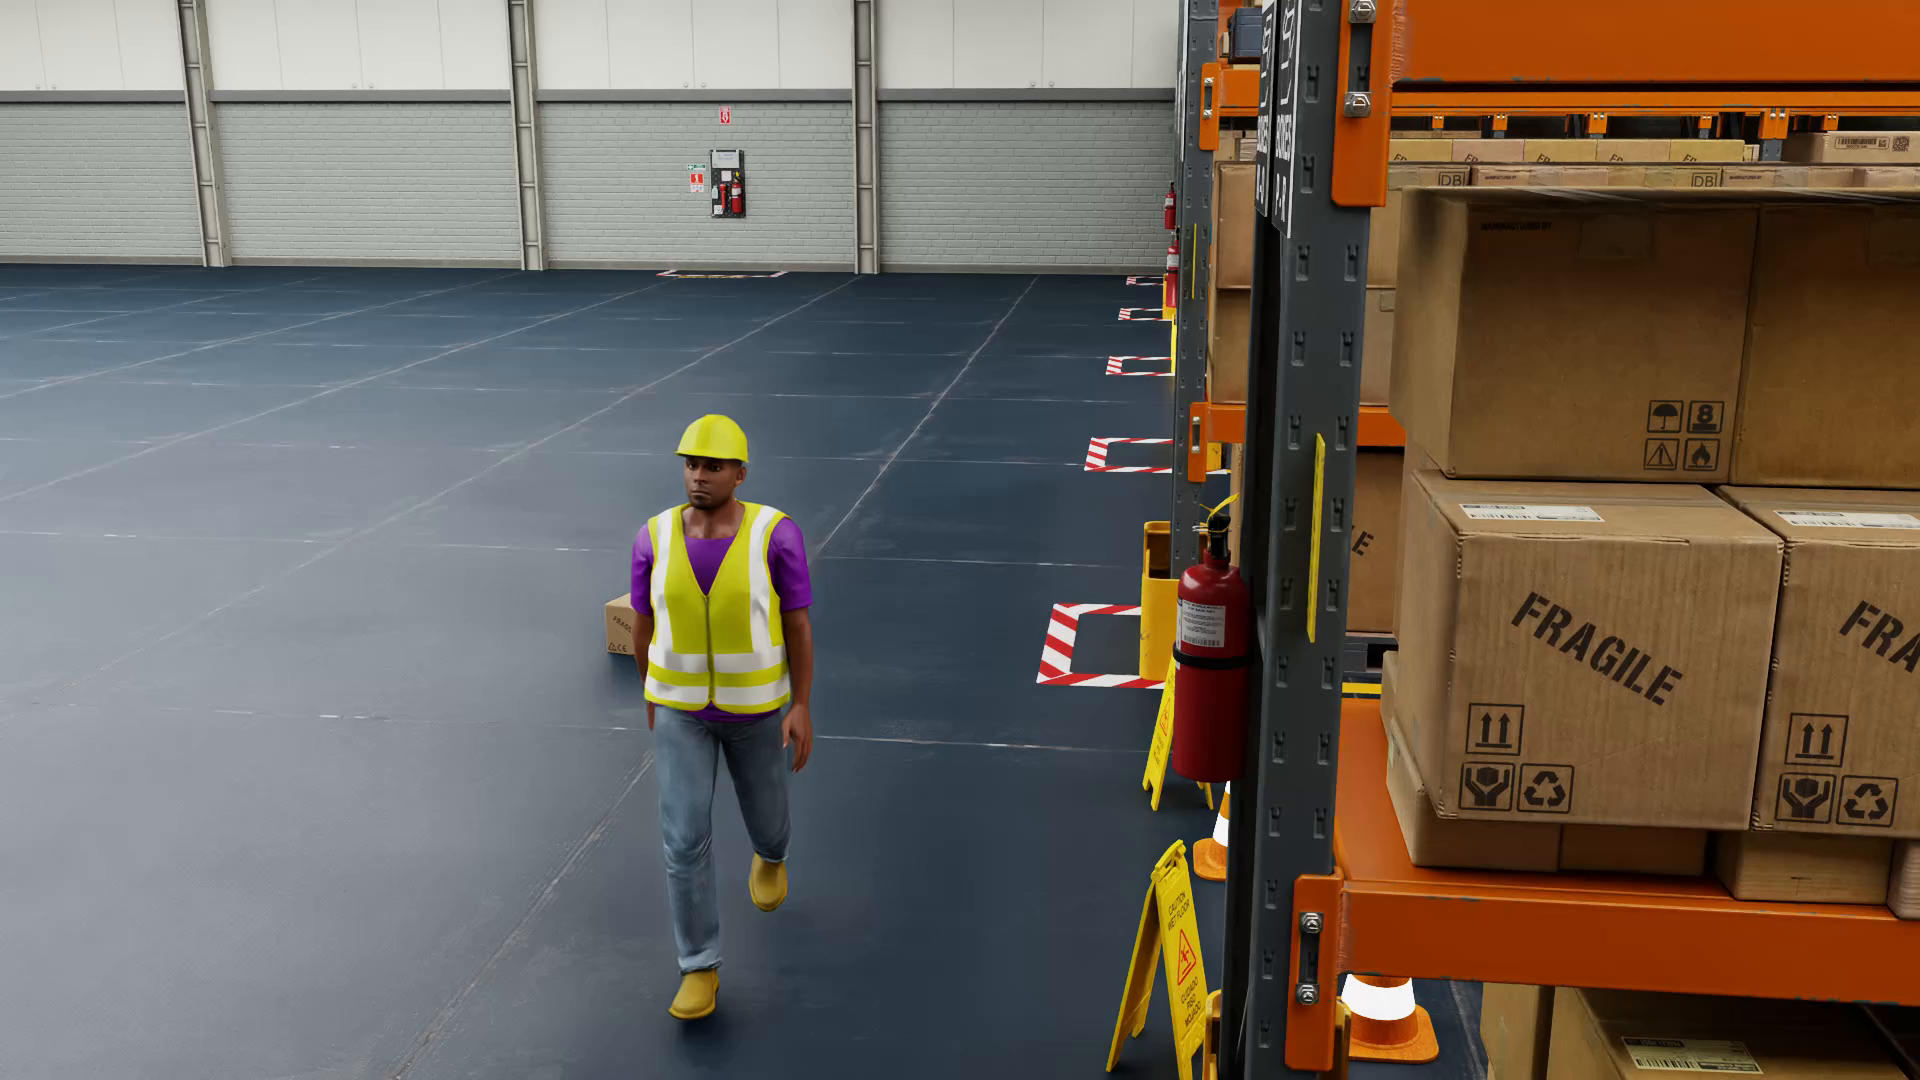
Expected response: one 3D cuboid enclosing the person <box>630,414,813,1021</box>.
[{"bbox_3d":[-0.719,0.480,5.035,0.556,1.736,0.899,-1,14,-2],"label":"person"}]
